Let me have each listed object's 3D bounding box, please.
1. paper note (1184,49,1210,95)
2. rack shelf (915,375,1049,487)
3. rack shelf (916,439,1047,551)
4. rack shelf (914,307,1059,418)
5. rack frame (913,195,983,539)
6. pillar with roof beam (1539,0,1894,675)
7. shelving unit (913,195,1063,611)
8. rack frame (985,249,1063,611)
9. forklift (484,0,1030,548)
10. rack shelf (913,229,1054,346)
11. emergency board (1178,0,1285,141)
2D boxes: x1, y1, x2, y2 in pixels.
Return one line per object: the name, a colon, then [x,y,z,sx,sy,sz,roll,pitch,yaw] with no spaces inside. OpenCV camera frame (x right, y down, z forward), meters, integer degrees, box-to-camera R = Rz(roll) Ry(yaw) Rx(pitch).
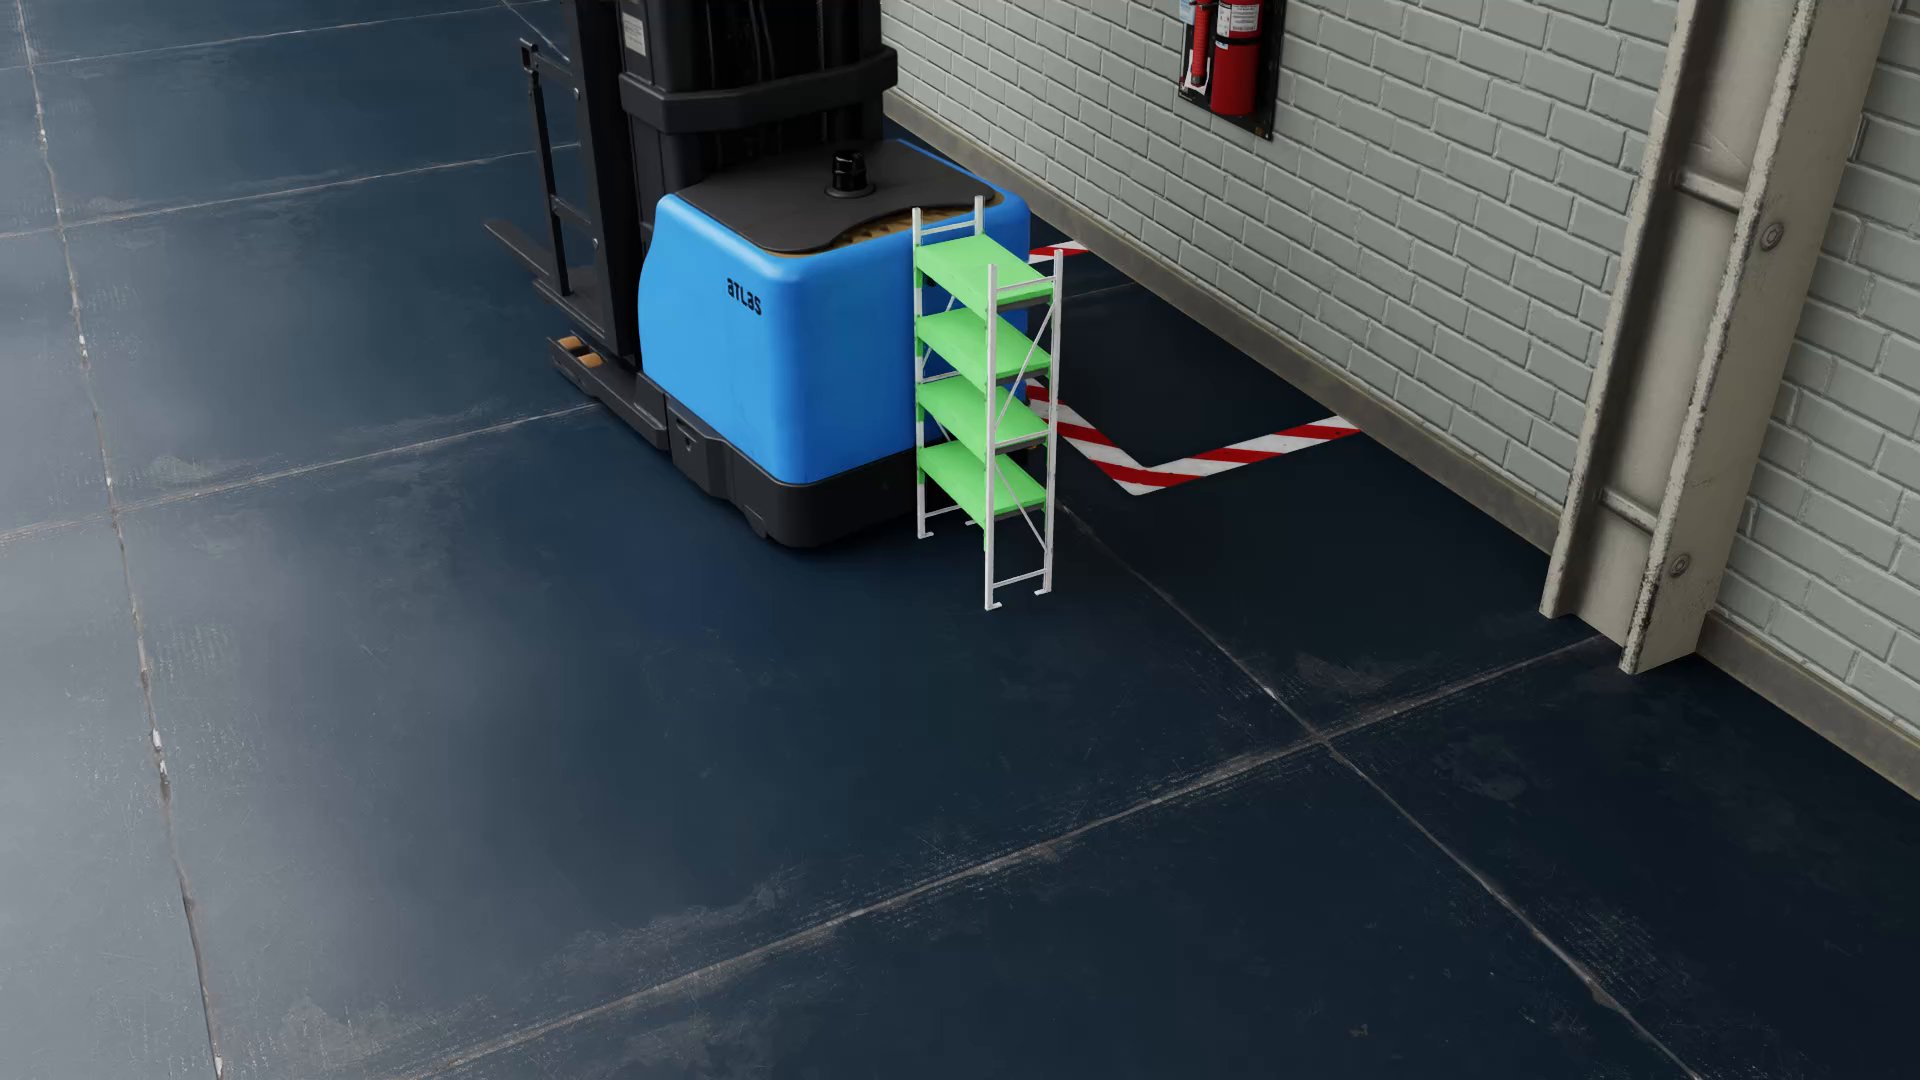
paper note: [0.963,-1.899,6.751,0.016,0.148,0.142,-16,36,-23]
rack shelf: [0.077,-0.372,5.337,0.258,0.148,0.480,-16,36,-23]
rack shelf: [0.077,-0.170,5.467,0.258,0.148,0.480,-16,36,-23]
rack shelf: [0.077,-0.574,5.208,0.258,0.148,0.480,-16,36,-23]
rack frame: [-0.037,-0.543,5.485,0.240,1.200,0.015,-16,36,-23]
pillar with roof beam: [-1.706,-2.423,1.190,9.100,9.000,0.400,-16,36,-23]
shelving unit: [0.077,-0.426,5.303,0.258,1.200,0.503,-16,36,-23]
rack frame: [0.191,-0.310,5.121,0.240,1.200,0.015,-16,36,-23]
forklift: [-1.021,-1.951,6.078,1.130,2.935,3.031,-21,38,-30]
rack shelf: [0.077,-0.777,5.079,0.258,0.148,0.480,-16,36,-23]
emergency board: [0.984,-2.169,6.354,0.194,1.169,0.643,-16,36,-23]
